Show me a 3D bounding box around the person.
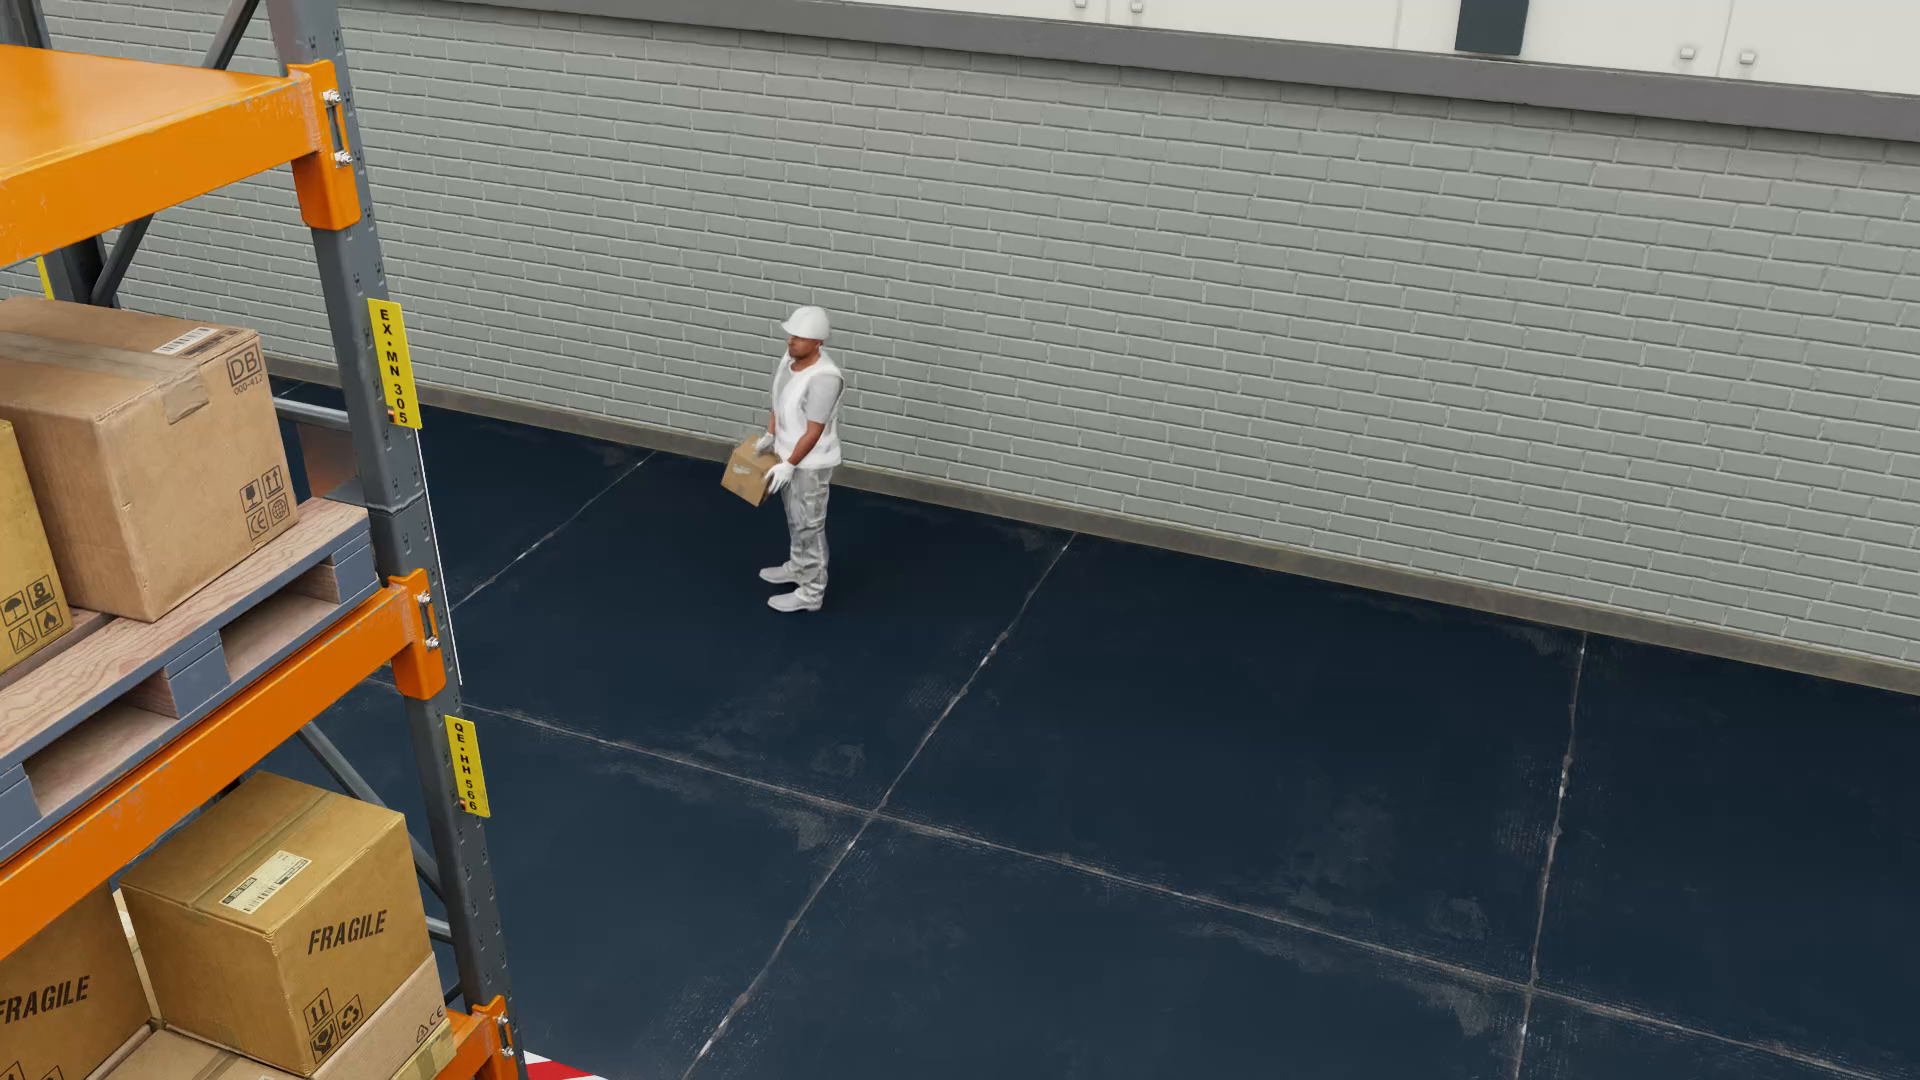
[{"bbox_3d":[-0.911,-0.457,9.162,0.472,1.791,0.610,-13,32,-21],"label":"person"}]
